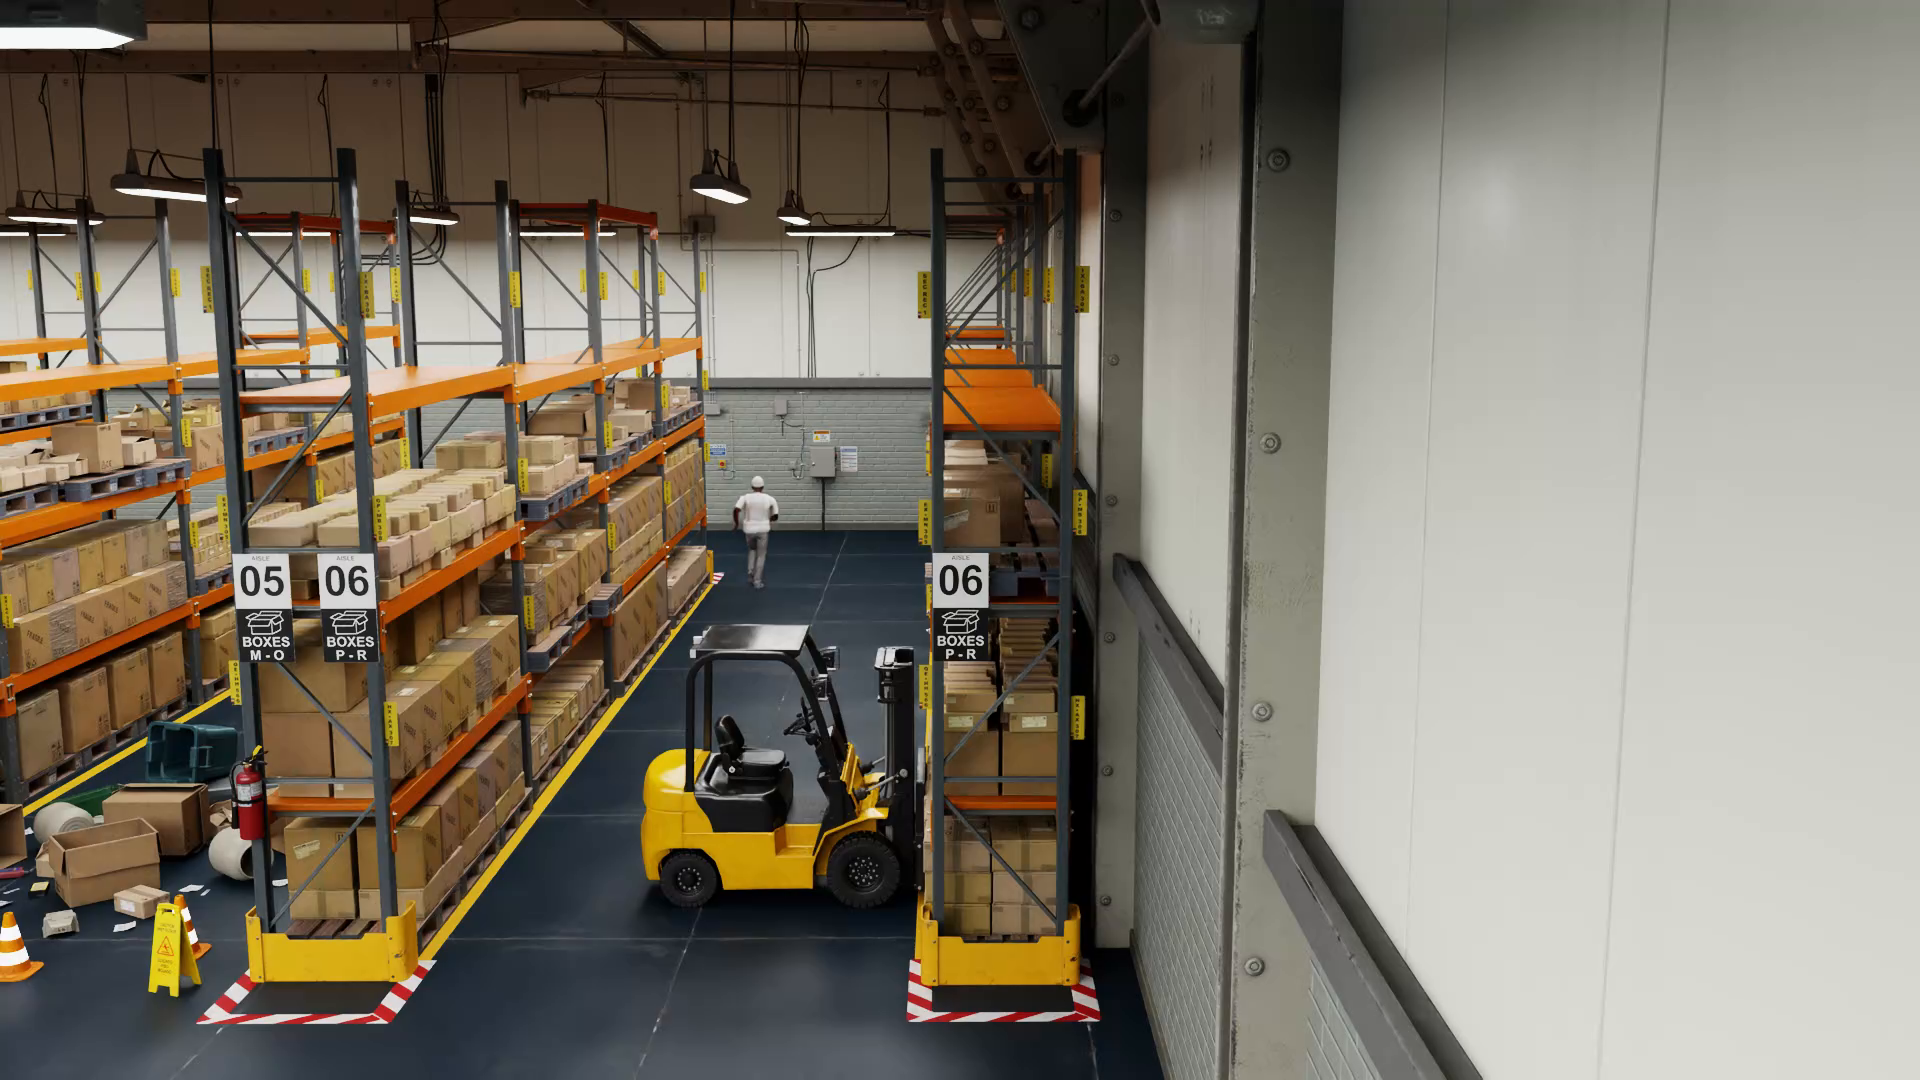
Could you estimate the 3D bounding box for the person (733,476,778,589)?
[{"bbox_3d":[-3.179,-0.138,26.020,0.674,1.739,0.760,0,9,1],"label":"person"}]
